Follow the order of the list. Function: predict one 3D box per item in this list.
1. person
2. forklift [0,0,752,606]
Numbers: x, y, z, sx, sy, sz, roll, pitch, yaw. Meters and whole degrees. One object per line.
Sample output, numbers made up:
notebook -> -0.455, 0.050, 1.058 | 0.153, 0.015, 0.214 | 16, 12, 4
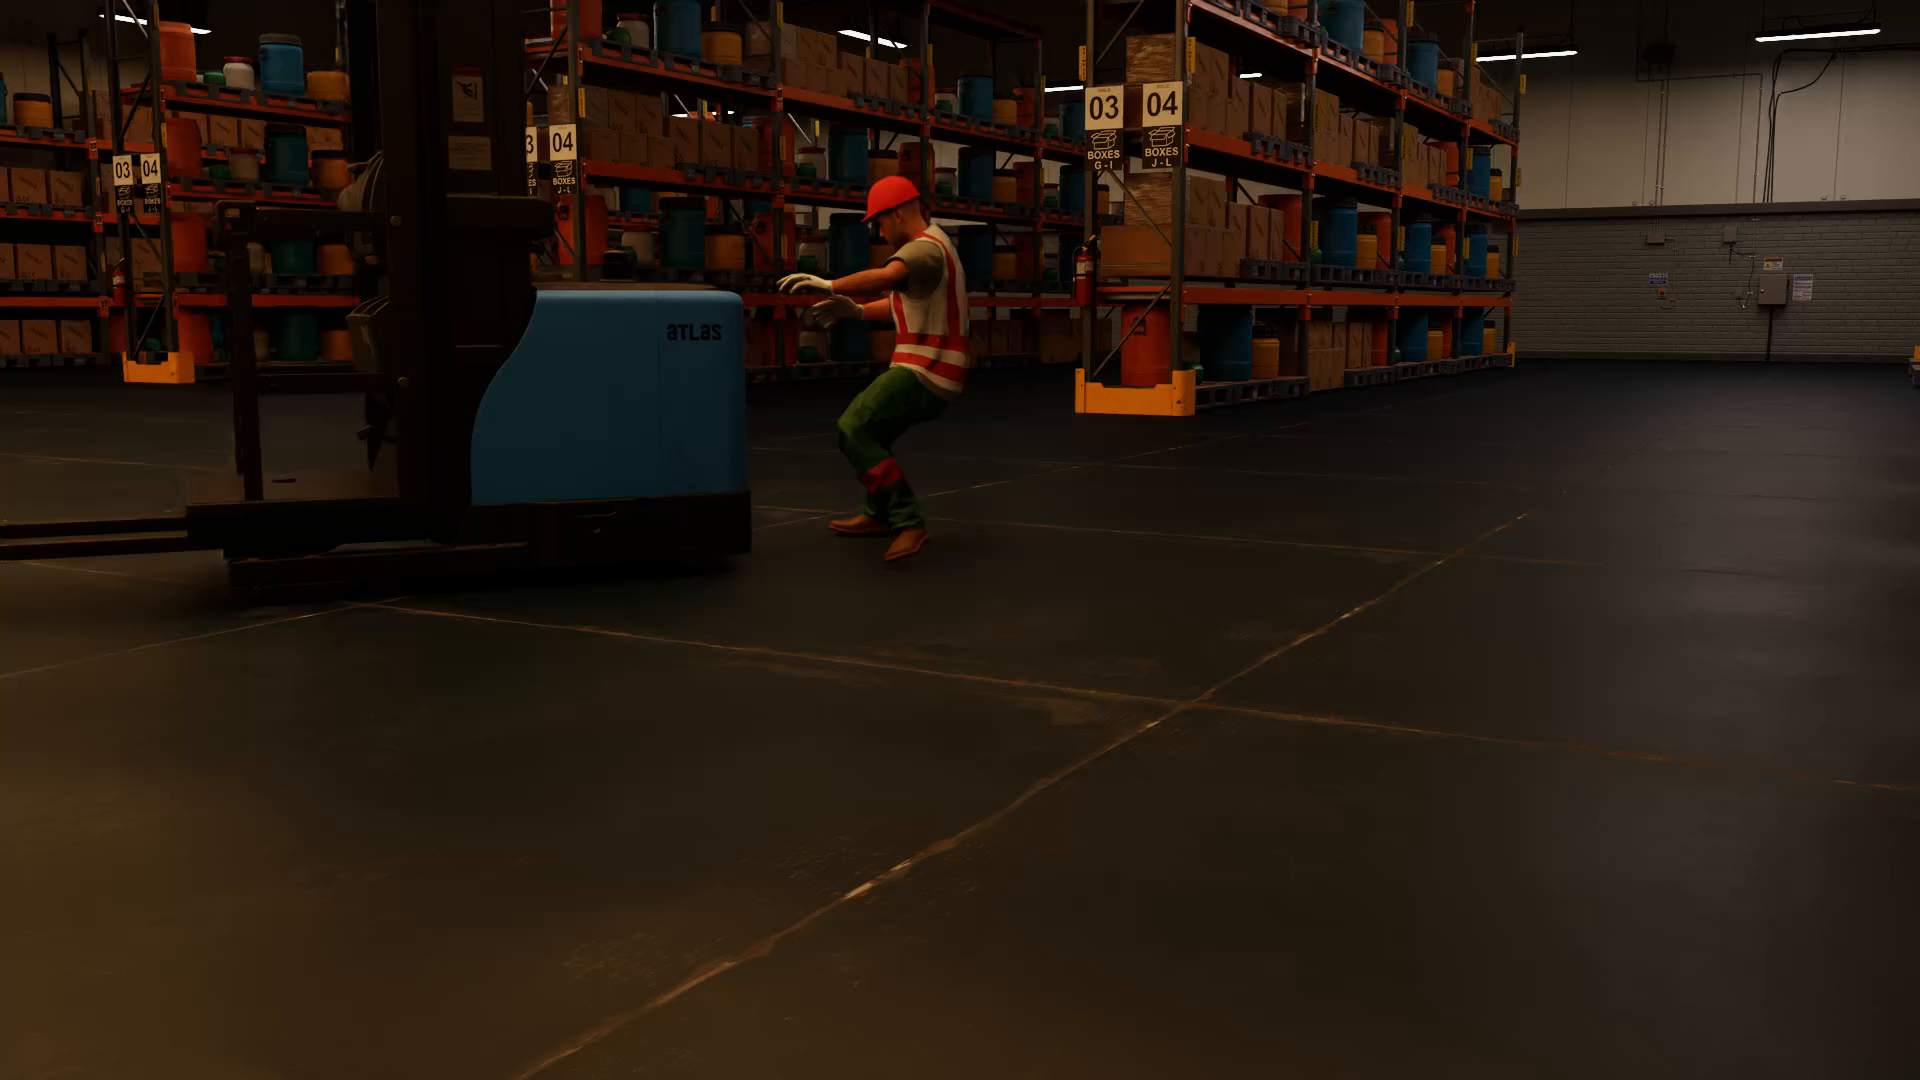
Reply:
person -> -0.315, -0.714, 6.835 | 0.690, 1.547, 1.232 | 1, 8, 8
forklift -> -2.371, -1.308, 6.068 | 3.031, 2.935, 1.130 | -4, 9, -25
